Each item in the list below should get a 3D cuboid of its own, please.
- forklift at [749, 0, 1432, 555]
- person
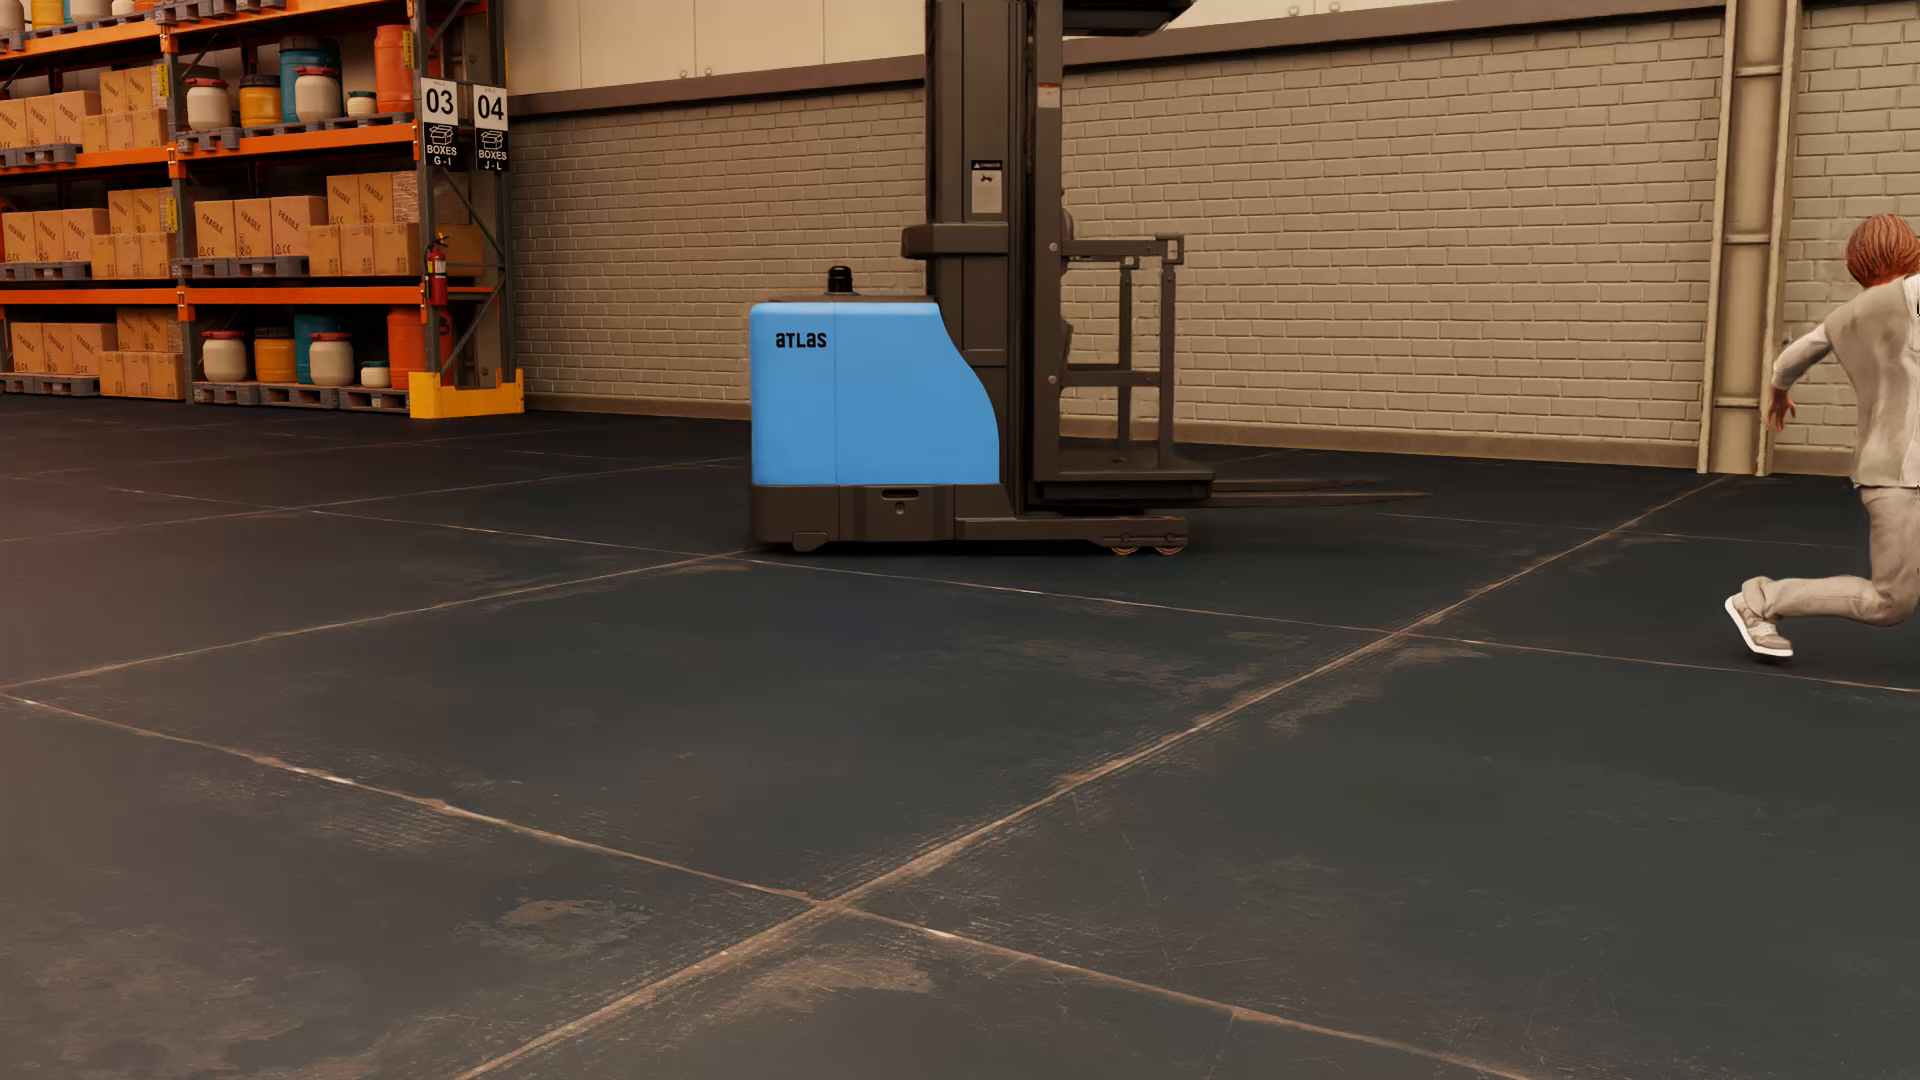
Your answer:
[{"bbox_3d":[0.576,-1.460,7.460,3.031,2.935,1.130,-1,8,-5],"label":"forklift"},{"bbox_3d":[2.779,-0.284,4.908,0.887,1.325,0.780,4,9,24],"label":"person"}]
